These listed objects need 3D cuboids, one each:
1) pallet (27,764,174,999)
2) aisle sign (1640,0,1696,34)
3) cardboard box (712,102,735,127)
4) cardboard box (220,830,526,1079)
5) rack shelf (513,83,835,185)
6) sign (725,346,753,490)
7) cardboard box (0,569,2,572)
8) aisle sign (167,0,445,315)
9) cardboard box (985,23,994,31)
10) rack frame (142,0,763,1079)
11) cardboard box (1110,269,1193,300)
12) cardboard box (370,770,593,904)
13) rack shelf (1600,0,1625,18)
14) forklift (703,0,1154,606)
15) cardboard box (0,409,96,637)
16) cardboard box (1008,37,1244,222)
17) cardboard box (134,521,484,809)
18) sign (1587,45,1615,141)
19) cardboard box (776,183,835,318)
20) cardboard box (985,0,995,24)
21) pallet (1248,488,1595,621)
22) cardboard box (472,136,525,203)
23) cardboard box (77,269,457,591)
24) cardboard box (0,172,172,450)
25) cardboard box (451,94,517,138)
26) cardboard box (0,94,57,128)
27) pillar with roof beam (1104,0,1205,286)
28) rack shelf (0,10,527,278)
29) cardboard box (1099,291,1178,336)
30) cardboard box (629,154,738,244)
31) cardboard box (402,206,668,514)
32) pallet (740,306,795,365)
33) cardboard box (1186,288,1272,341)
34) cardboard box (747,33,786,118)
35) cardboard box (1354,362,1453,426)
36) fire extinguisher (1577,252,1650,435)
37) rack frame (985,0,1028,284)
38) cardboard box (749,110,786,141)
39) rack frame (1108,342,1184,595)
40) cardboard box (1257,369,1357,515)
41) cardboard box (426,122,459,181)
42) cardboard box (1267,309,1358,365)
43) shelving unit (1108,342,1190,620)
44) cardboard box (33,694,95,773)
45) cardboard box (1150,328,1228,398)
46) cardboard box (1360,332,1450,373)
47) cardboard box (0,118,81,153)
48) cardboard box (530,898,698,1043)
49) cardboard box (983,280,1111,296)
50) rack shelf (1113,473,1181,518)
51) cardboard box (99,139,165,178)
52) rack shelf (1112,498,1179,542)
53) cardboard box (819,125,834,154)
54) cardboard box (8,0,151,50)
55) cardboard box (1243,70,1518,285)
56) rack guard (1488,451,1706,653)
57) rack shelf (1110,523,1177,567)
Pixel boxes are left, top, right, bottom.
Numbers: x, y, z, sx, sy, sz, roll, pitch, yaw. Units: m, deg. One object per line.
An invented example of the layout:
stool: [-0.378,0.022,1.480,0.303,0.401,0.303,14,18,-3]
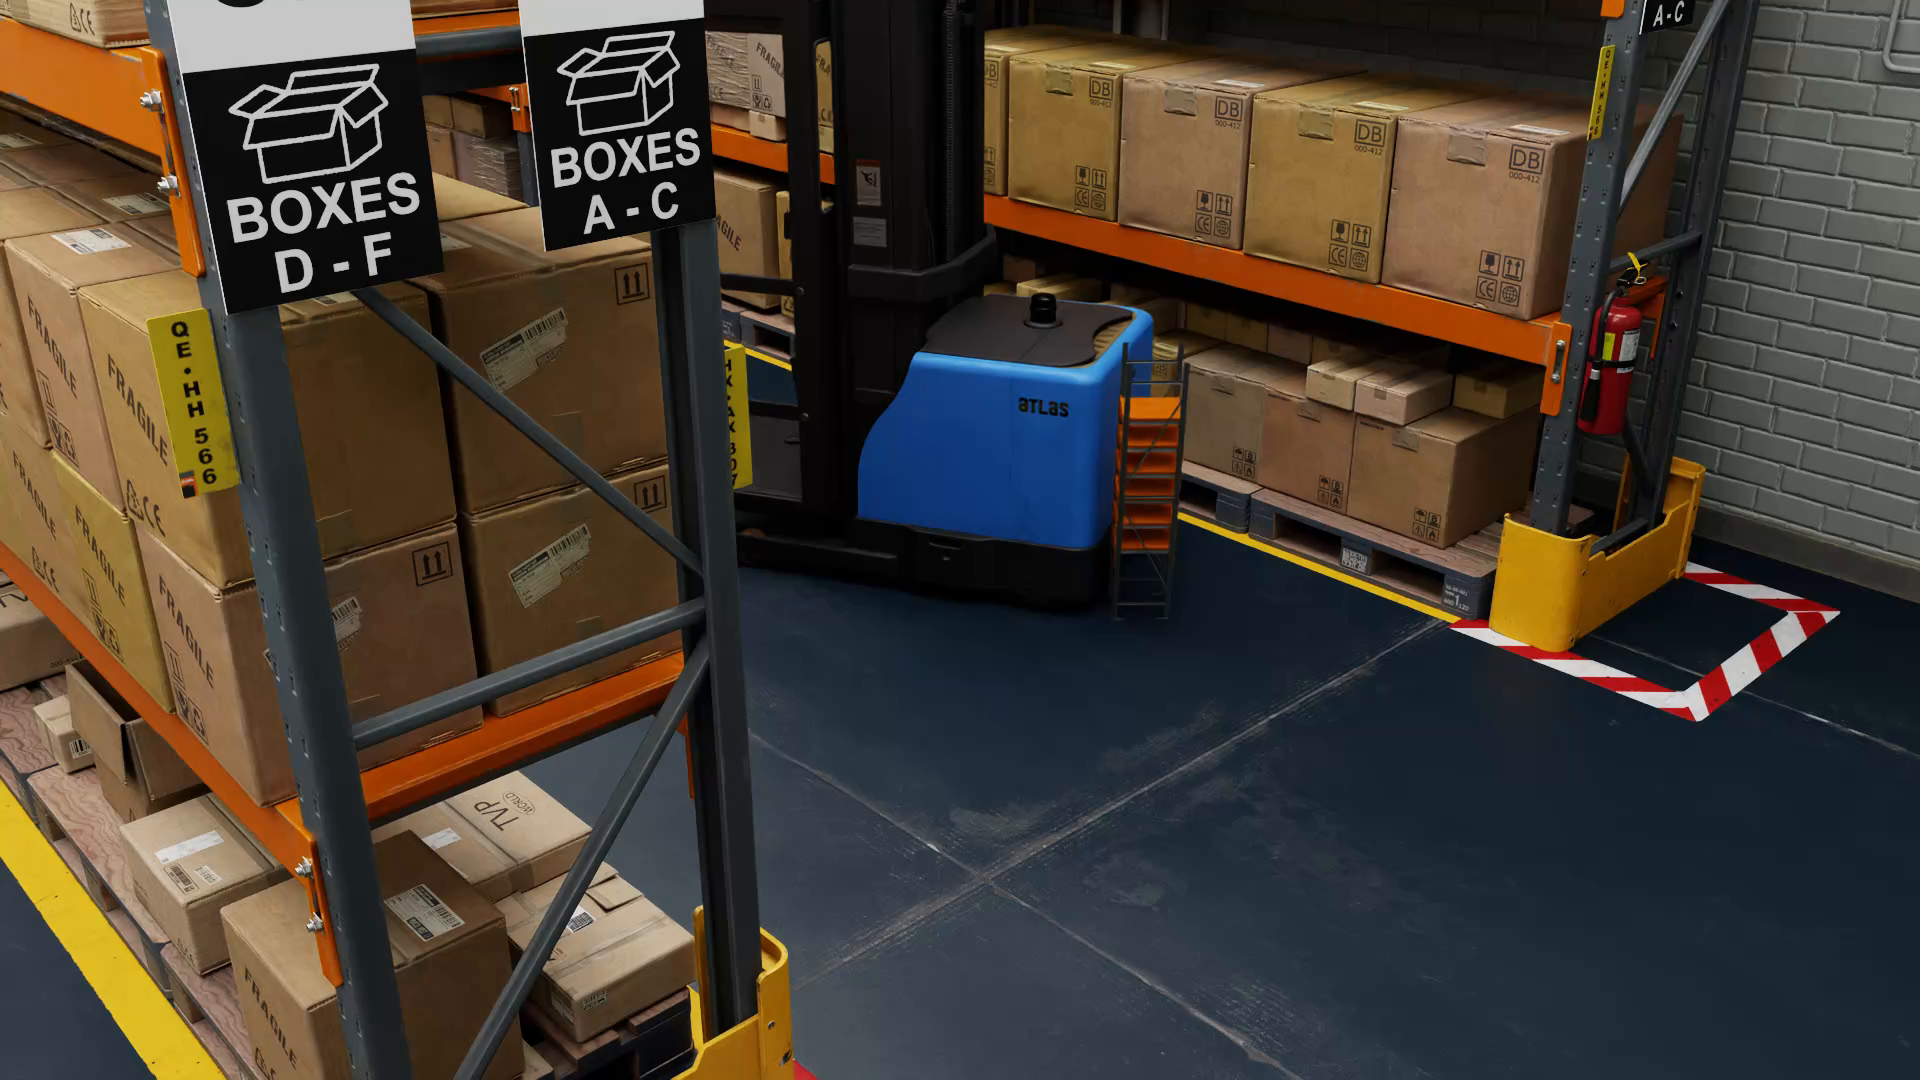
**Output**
pallet: [-2.330,0.921,5.478,1.003,0.211,1.213,-21,32,-38]
aisle sign: [2.541,-2.197,5.819,0.394,0.787,0.004,-21,32,-38]
cardboard box: [-1.298,-2.647,10.217,0.380,0.149,0.250,-22,33,-40]
cardboard box: [-1.454,1.128,4.145,0.500,0.500,0.500,-21,32,-38]
rack shelf: [-1.390,-2.611,10.727,1.077,0.370,4.000,-21,32,-38]
sign: [-0.507,-0.262,3.668,0.100,0.325,0.005,-21,32,-38]
cardboard box: [-4.183,-0.057,6.743,0.500,0.500,0.500,-21,32,-39]
aisle sign: [-1.080,-0.790,2.734,0.394,0.787,0.004,-21,32,-38]
cardboard box: [-0.154,-2.733,9.625,0.500,0.500,0.500,22,33,40]
rack frame: [-0.901,0.285,3.512,0.949,2.616,0.053,-21,32,-38]
cardboard box: [1.001,-1.287,8.682,0.380,0.149,0.250,-23,33,-40]
cardboard box: [-1.409,0.940,4.859,0.500,0.250,0.500,-21,32,-38]
rack shelf: [1.343,-2.764,7.448,1.077,0.370,4.000,-21,32,-38]
forklift: [-0.695,-1.414,7.318,3.031,2.935,1.130,9,26,18]
cardboard box: [-2.102,-0.127,4.294,0.500,0.500,0.500,-21,32,-38]
cardboard box: [0.830,-2.077,8.328,0.980,0.700,0.700,-22,33,-40]
cardboard box: [-1.408,0.182,3.617,0.500,0.500,0.500,-20,31,-37]
sign: [2.305,-1.606,5.975,0.100,0.325,0.005,-21,32,-38]
cardboard box: [-0.563,-1.706,9.959,0.750,0.750,0.750,-21,32,-38]
cardboard box: [-0.148,-3.077,9.474,0.500,0.250,0.500,-20,31,-37]
pallet: [2.107,-0.072,7.654,1.003,0.211,1.213,-21,32,-38]
cardboard box: [-3.288,-2.811,12.779,0.700,0.500,0.500,-21,32,-38]
cardboard box: [-1.408,-0.272,3.406,0.500,0.500,0.500,-22,32,-39]
cardboard box: [-2.112,-0.580,4.082,0.500,0.500,0.500,-20,31,-37]
cardboard box: [-3.631,-3.342,13.041,0.500,0.250,0.500,-20,32,-38]
cardboard box: [-2.750,-1.192,5.425,0.500,0.500,0.500,-22,32,-39]
pillar with roof beam: [-2.056,-3.874,5.400,9.100,9.000,0.400,-21,32,-38]
rack shelf: [-2.270,-1.358,4.365,1.077,0.370,4.000,-21,32,-38]
cardboard box: [0.871,-1.112,8.298,0.380,0.149,0.250,-22,33,-40]
cardboard box: [-1.757,-2.230,11.109,0.750,0.750,0.750,-21,32,-39]
cardboard box: [-1.014,-0.424,3.740,0.500,0.500,0.500,-20,31,-37]
pallet: [-0.606,-1.276,10.293,1.003,0.211,1.213,-21,32,-38]
cardboard box: [1.350,-1.133,8.343,0.380,0.149,0.250,-22,32,-39]
cardboard box: [-0.879,-2.743,9.645,0.500,0.500,0.500,-21,32,-38]
cardboard box: [1.938,-0.641,7.264,0.380,0.149,0.250,-22,32,-39]
fire extinguisher: [2.477,-0.739,6.299,0.296,0.674,0.183,-21,32,-38]
rack frame: [-0.023,-2.333,9.249,1.000,3.000,0.127,-21,32,-38]
cardboard box: [-1.019,-2.474,9.837,0.380,0.149,0.250,-21,32,-38]
rack frame: [0.760,-0.269,6.844,0.240,1.200,0.006,0,32,0]
cardboard box: [1.817,-0.510,7.759,0.700,0.500,0.500,-21,32,-39]
cardboard box: [-3.915,-3.142,13.506,0.700,0.500,0.500,-21,32,-39]
cardboard box: [1.698,-0.978,8.005,0.380,0.149,0.250,-21,32,-38]
shelving unit: [0.760,-0.220,6.767,0.258,1.200,0.189,0,32,0]
cardboard box: [-2.909,0.610,5.681,0.380,0.166,0.250,-21,32,-38]
cardboard box: [1.103,-0.821,8.442,0.700,0.500,0.500,-20,31,-37]
cardboard box: [2.044,-0.825,7.670,0.380,0.149,0.250,-21,32,-38]
cardboard box: [-2.816,-0.892,4.766,0.500,0.500,0.500,-22,33,-40]
cardboard box: [-0.938,1.158,4.502,0.380,0.149,0.250,-21,32,-38]
cardboard box: [0.413,-1.131,9.120,0.700,0.500,0.500,-21,32,-38]
rack shelf: [0.760,-0.182,6.791,0.258,0.103,0.180,0,32,0]
cardboard box: [-2.063,-0.887,4.755,0.500,0.500,0.500,-22,32,-39]
rack shelf: [0.760,-0.081,6.855,0.258,0.103,0.180,0,32,0]
cardboard box: [-0.651,-2.319,9.498,0.380,0.149,0.250,-21,32,-38]
cardboard box: [-1.447,-1.092,3.096,0.500,0.250,0.500,-21,32,-38]
cardboard box: [1.849,-1.626,7.339,0.980,0.700,0.700,-22,32,-39]
rack guard: [2.727,0.024,7.096,1.175,0.500,0.348,-21,32,-38]
rack shelf: [0.760,0.020,6.920,0.258,0.103,0.180,0,32,0]
